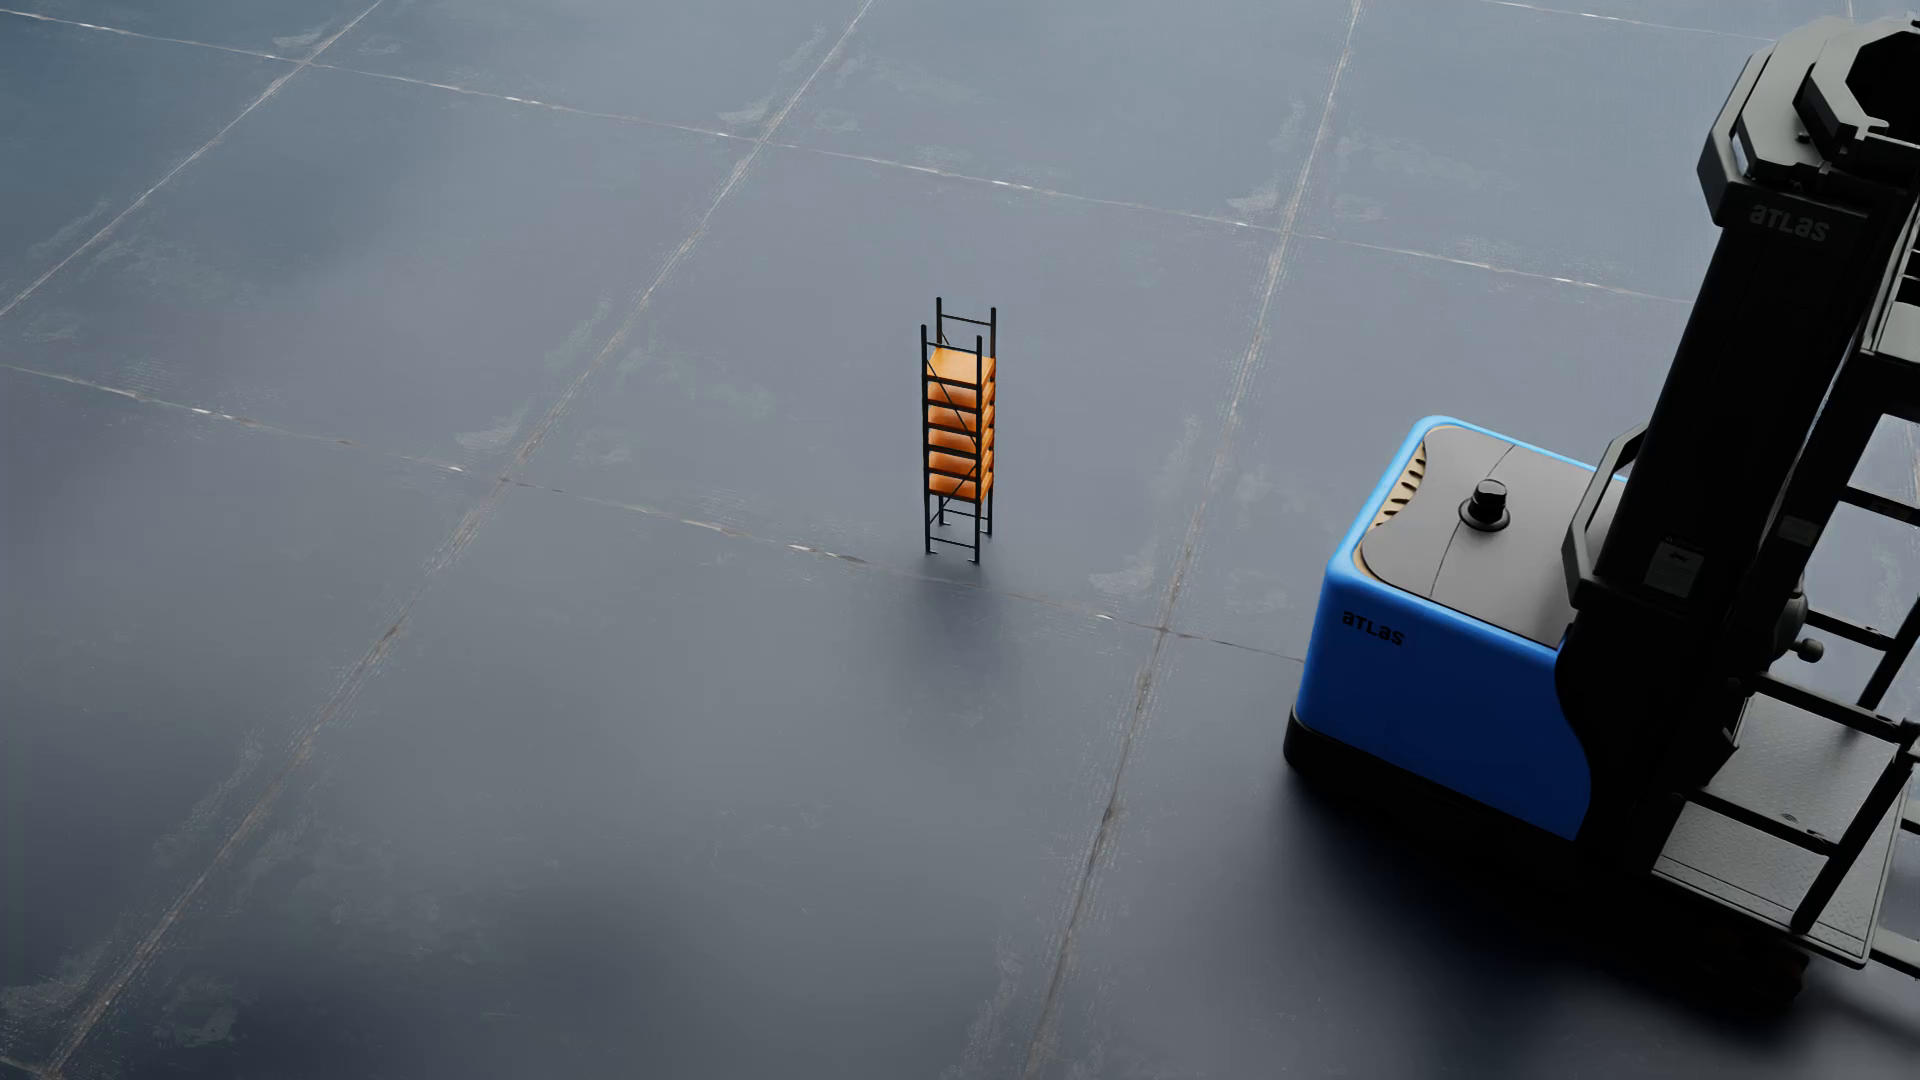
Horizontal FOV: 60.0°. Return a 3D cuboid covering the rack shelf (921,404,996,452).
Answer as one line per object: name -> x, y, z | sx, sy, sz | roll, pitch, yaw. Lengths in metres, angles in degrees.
rack shelf -> -0.004, -0.473, 6.667 | 0.258, 0.103, 0.180 | 13, 46, 12

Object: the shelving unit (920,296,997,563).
shelving unit -> -0.004, -0.419, 6.719 | 0.258, 1.200, 0.189 | 13, 46, 13

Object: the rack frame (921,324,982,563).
rack frame -> -0.032, -0.358, 6.657 | 0.240, 1.200, 0.006 | 13, 46, 13

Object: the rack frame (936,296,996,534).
rack frame -> 0.023, -0.480, 6.782 | 0.240, 1.200, 0.006 | 13, 46, 13

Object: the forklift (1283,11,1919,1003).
forklift -> 2.739, 0.060, 4.992 | 3.031, 2.935, 1.130 | 23, 49, 22

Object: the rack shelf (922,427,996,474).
rack shelf -> -0.004, -0.387, 6.751 | 0.258, 0.103, 0.180 | 13, 46, 12

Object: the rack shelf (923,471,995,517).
rack shelf -> -0.004, -0.216, 6.918 | 0.258, 0.103, 0.180 | 13, 46, 12

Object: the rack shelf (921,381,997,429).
rack shelf -> -0.004, -0.559, 6.583 | 0.258, 0.103, 0.180 | 13, 46, 12

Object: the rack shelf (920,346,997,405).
rack shelf -> -0.004, -0.645, 6.499 | 0.258, 0.103, 0.180 | 13, 46, 12

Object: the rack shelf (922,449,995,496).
rack shelf -> -0.004, -0.302, 6.834 | 0.258, 0.103, 0.180 | 13, 46, 12
